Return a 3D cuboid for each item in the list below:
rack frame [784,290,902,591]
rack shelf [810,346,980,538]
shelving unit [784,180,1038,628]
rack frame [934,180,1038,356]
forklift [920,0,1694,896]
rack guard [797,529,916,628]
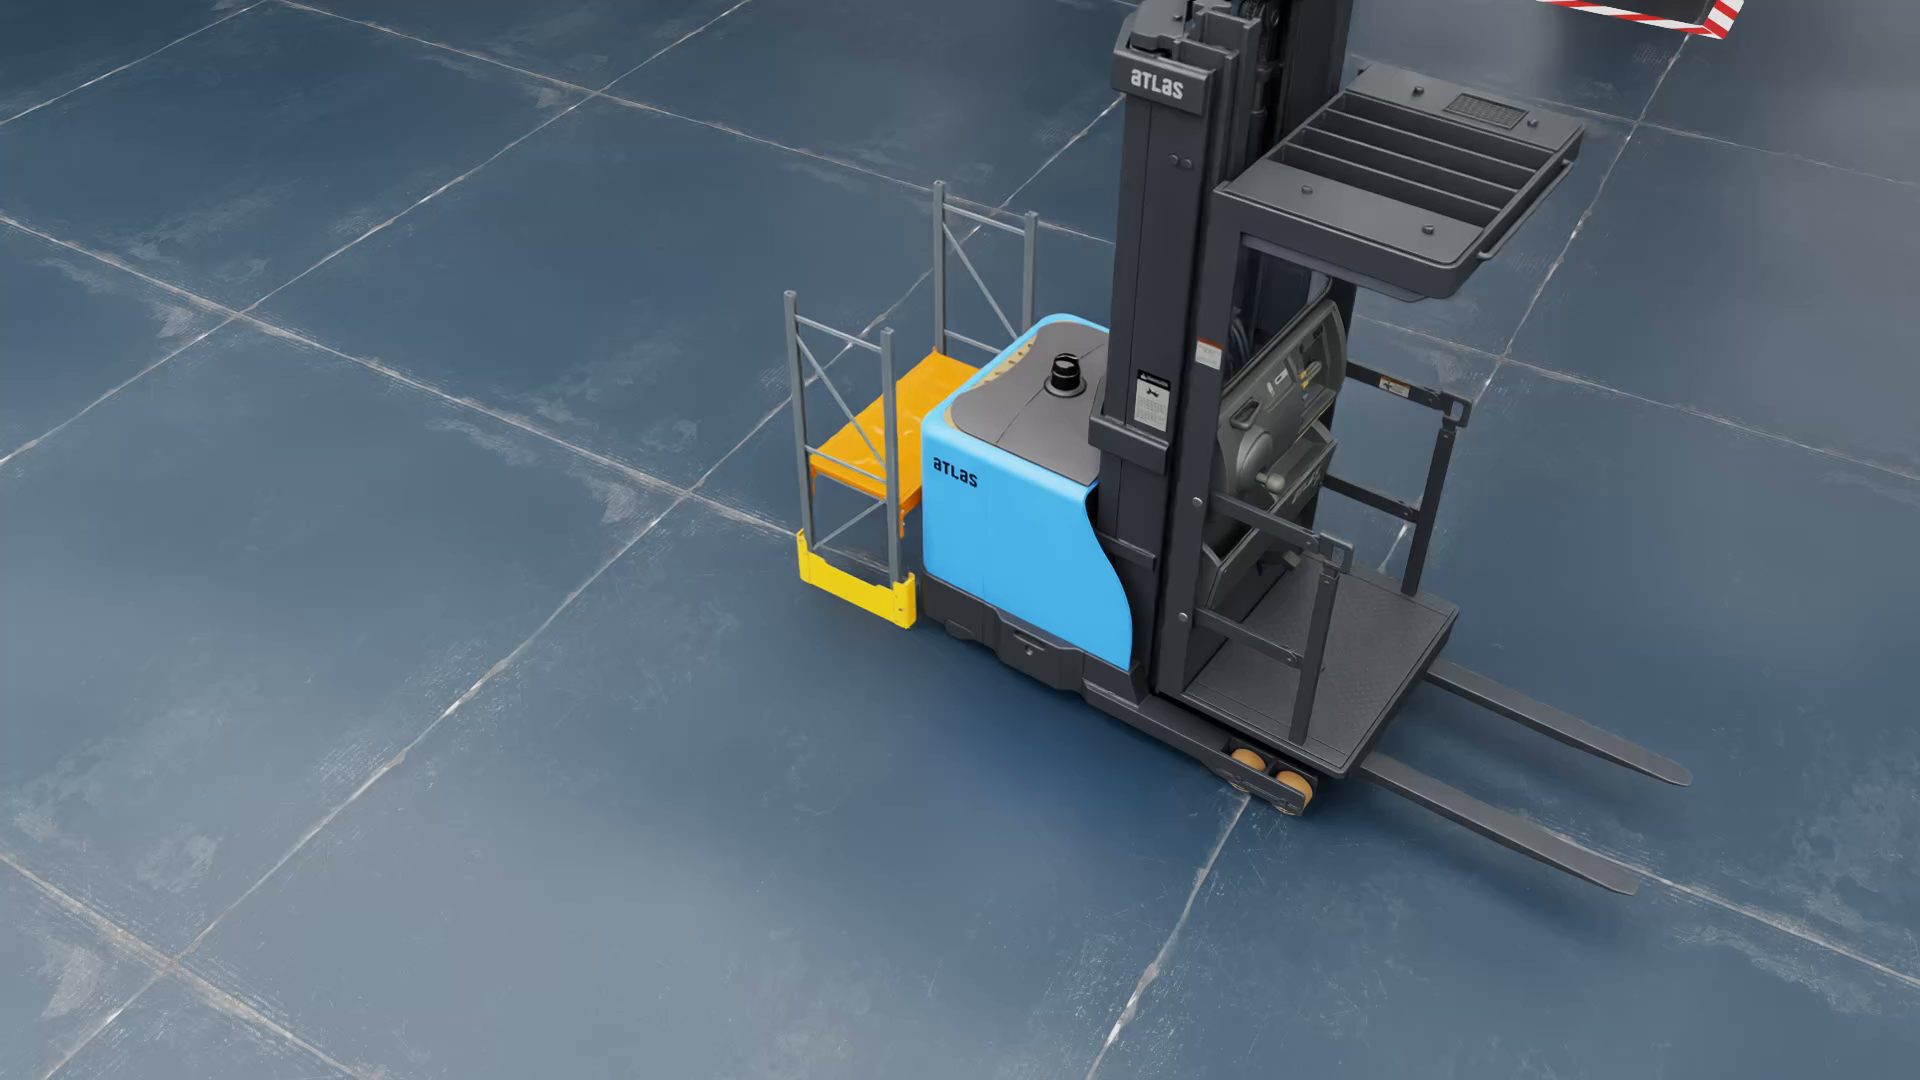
[{"bbox_3d":[-0.459,-0.299,6.771,0.500,1.500,0.032,24,47,25],"label":"rack frame"},{"bbox_3d":[-0.177,-0.444,7.207,0.538,0.185,1.000,24,47,25],"label":"rack shelf"},{"bbox_3d":[-0.172,-0.584,7.094,0.587,1.500,1.083,24,47,25],"label":"shelving unit"},{"bbox_3d":[0.105,-0.858,7.406,0.500,1.500,0.032,24,47,25],"label":"rack frame"},{"bbox_3d":[1.324,-0.452,5.861,3.031,2.935,1.130,25,47,26],"label":"forklift"},{"bbox_3d":[-0.449,0.159,7.196,0.587,0.250,0.087,24,47,25],"label":"rack guard"}]
